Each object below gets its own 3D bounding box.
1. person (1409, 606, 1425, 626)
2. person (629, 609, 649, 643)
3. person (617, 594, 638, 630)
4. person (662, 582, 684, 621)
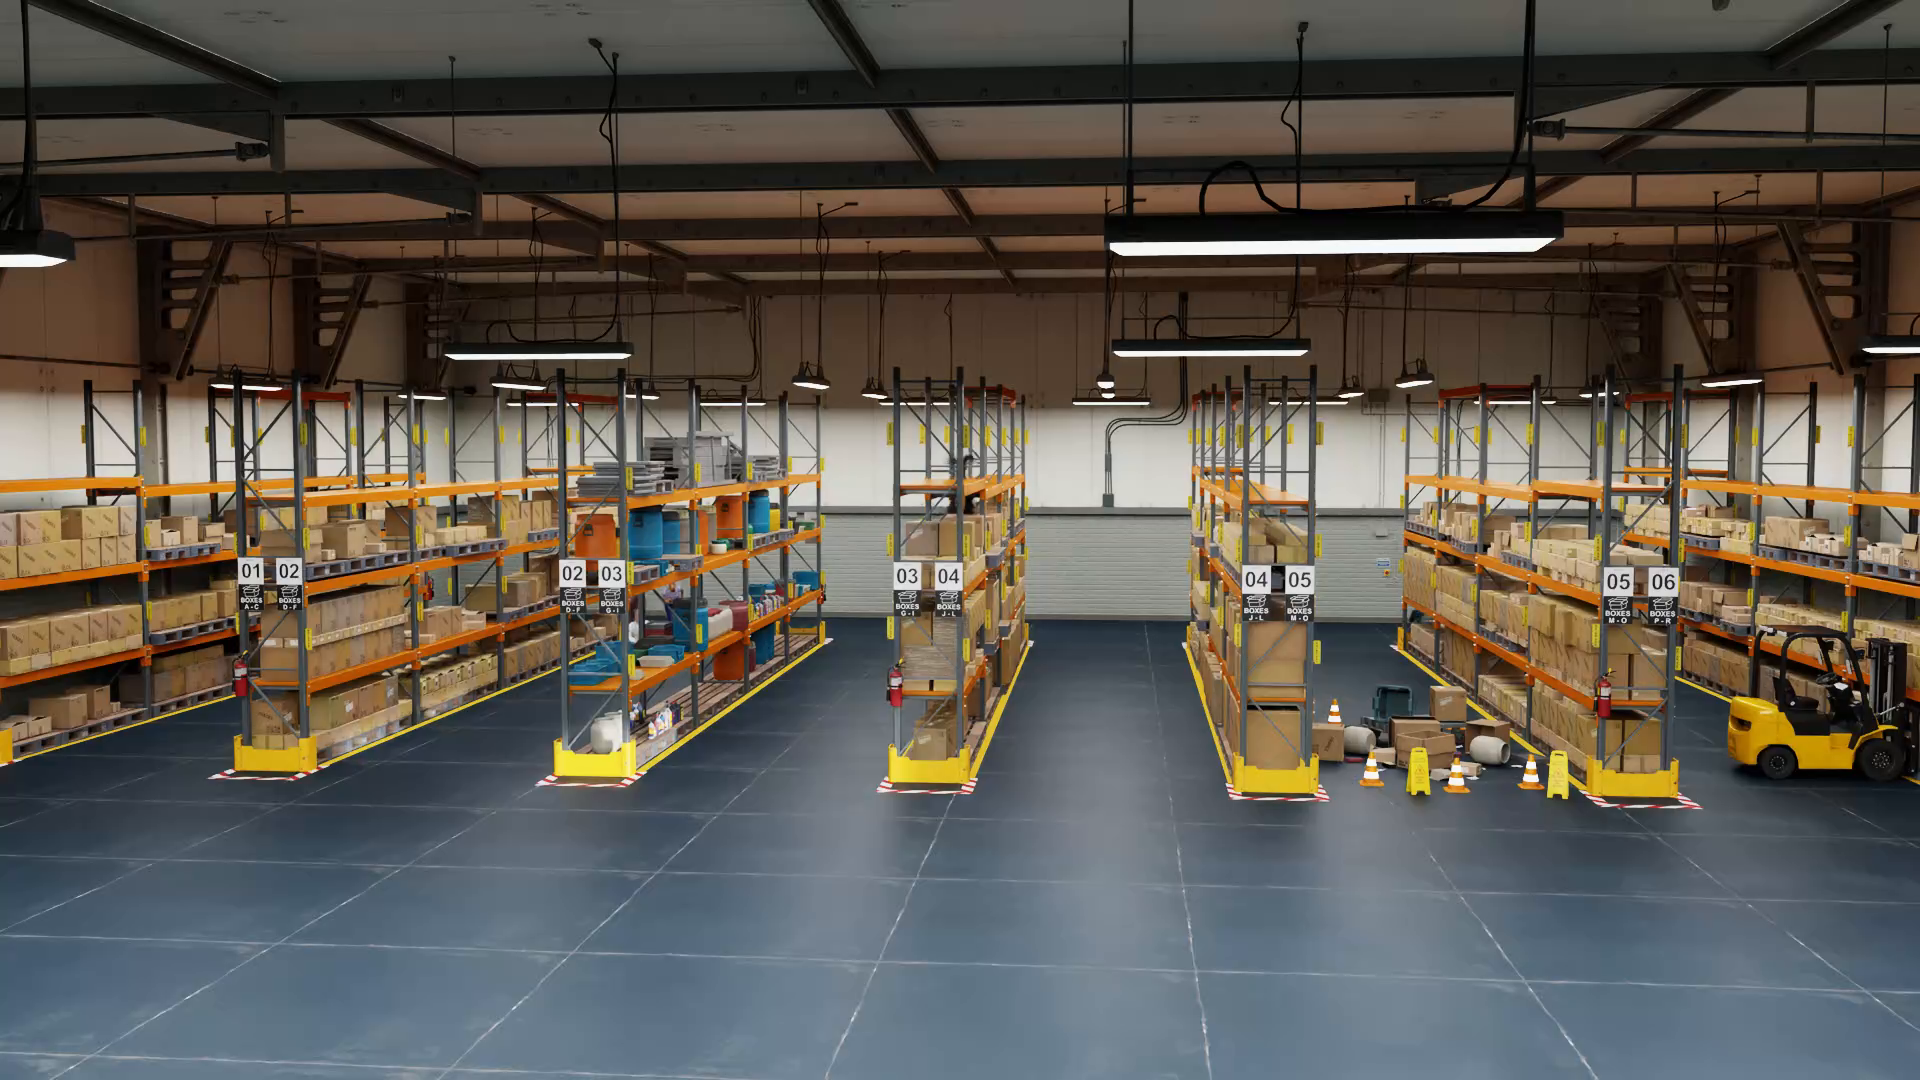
[{"bbox_3d":[11.237,1.715,40.565,0.756,1.575,0.544,0,4,3],"label":"person"},{"bbox_3d":[-6.383,2.142,33.263,0.610,1.578,0.798,-1,4,-11],"label":"person"},{"bbox_3d":[-7.574,1.824,38.084,0.676,1.615,0.871,0,4,-6],"label":"person"},{"bbox_3d":[-7.253,1.710,42.034,0.625,1.399,0.932,-1,4,-22],"label":"person"}]
